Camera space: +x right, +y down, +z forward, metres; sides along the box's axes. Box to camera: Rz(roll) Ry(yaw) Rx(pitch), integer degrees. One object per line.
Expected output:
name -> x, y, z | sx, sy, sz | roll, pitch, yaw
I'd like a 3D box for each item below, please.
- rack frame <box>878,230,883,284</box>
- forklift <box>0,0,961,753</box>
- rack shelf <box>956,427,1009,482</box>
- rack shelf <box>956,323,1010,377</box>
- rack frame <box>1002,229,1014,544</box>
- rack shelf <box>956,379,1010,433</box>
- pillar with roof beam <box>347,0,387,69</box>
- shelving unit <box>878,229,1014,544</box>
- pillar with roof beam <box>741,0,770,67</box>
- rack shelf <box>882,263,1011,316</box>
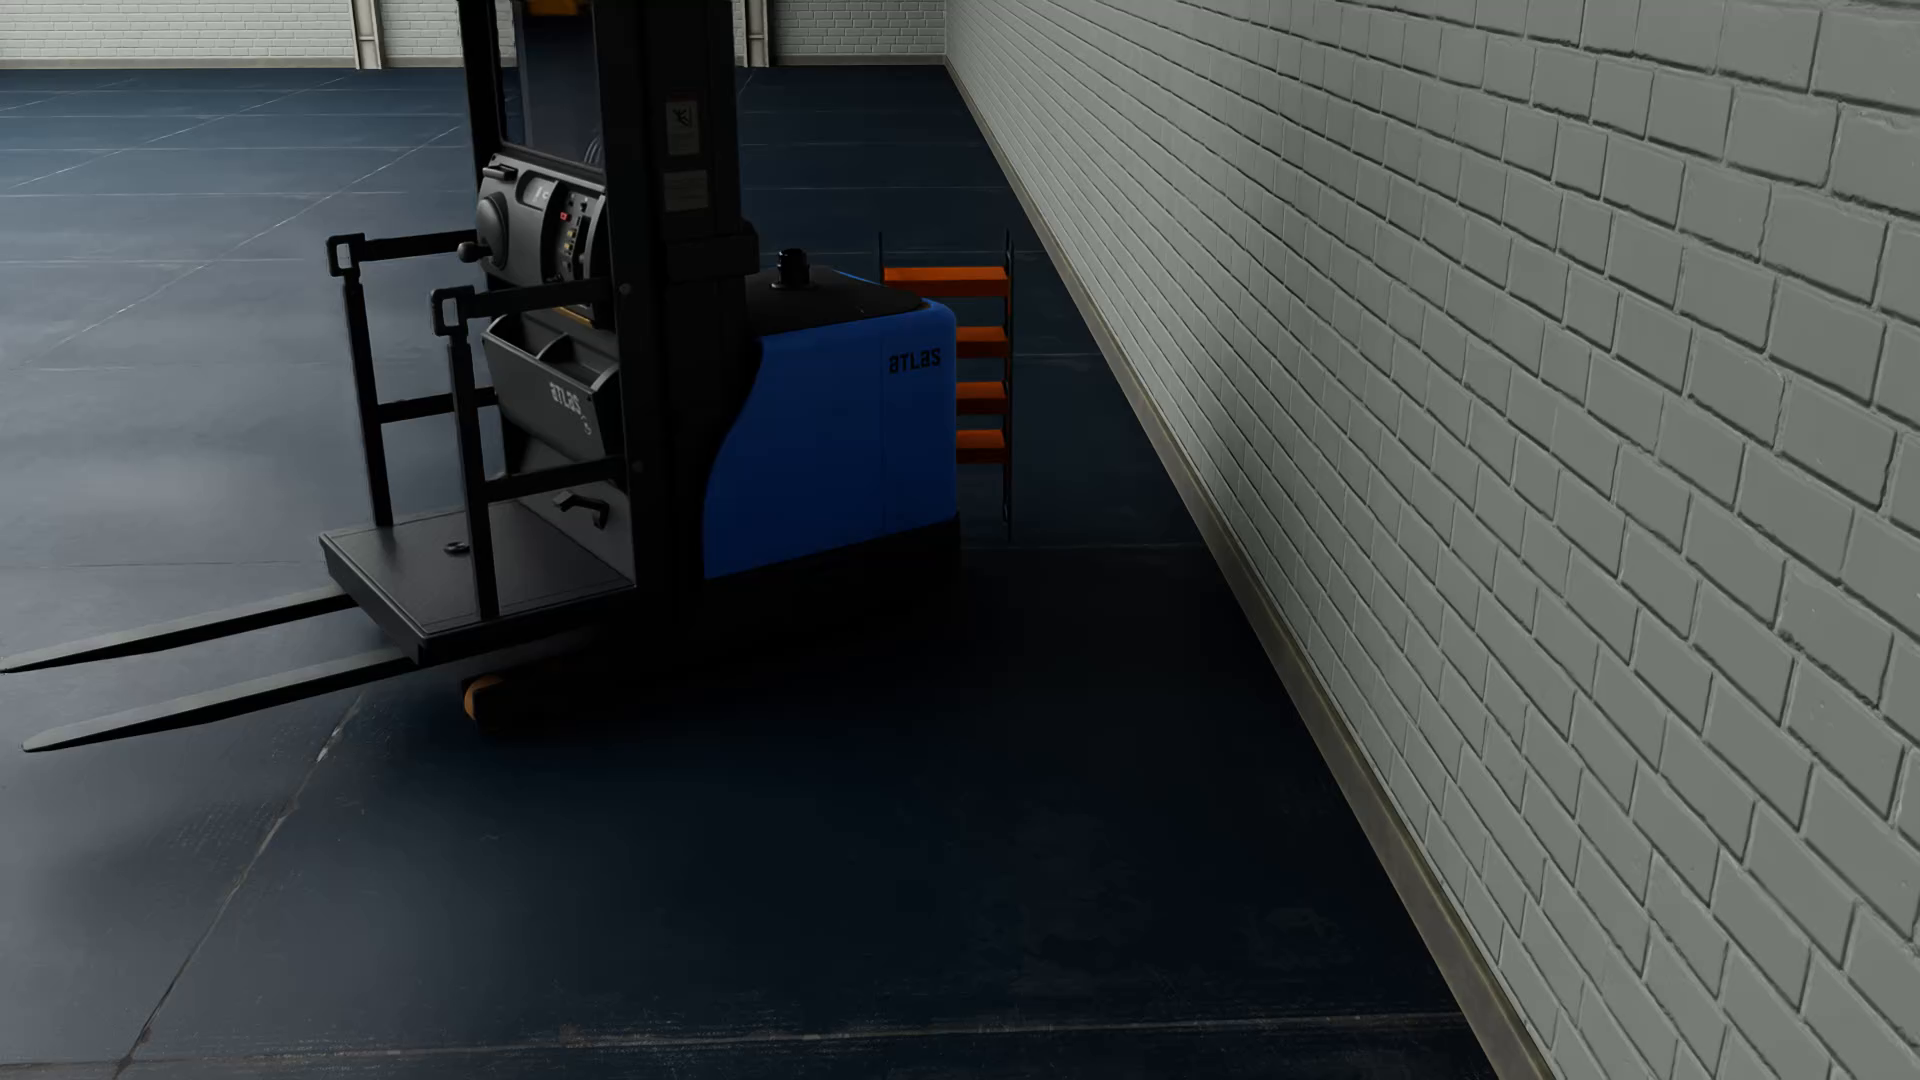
rack frame -> -0.300, -0.580, 6.458 | 0.015, 1.200, 0.240 | -1, 21, -3
forklift -> -1.492, -1.001, 5.130 | 3.031, 2.935, 1.130 | -14, 25, -33
rack shelf -> -0.056, -0.336, 6.565 | 0.480, 0.148, 0.258 | -1, 21, -3
rack shelf -> -0.056, -0.731, 6.415 | 0.480, 0.148, 0.258 | -1, 21, -3
rack frame -> 0.187, -0.590, 6.483 | 0.015, 1.200, 0.240 | -1, 21, -3
rack shelf -> -0.056, -0.522, 6.494 | 0.480, 0.148, 0.258 | -1, 21, -3
pillar with roof beam -> -8.953, -10.053, 20.379 | 0.400, 9.000, 9.100 | -1, 21, -3
shelving unit -> -0.056, -0.585, 6.470 | 0.503, 1.200, 0.258 | -1, 21, -3
pillar with roof beam -> -2.963, -10.175, 20.699 | 0.400, 9.000, 9.100 | -1, 21, -3
rack shelf -> -0.056, -0.952, 6.331 | 0.480, 0.148, 0.258 | -1, 21, -3
